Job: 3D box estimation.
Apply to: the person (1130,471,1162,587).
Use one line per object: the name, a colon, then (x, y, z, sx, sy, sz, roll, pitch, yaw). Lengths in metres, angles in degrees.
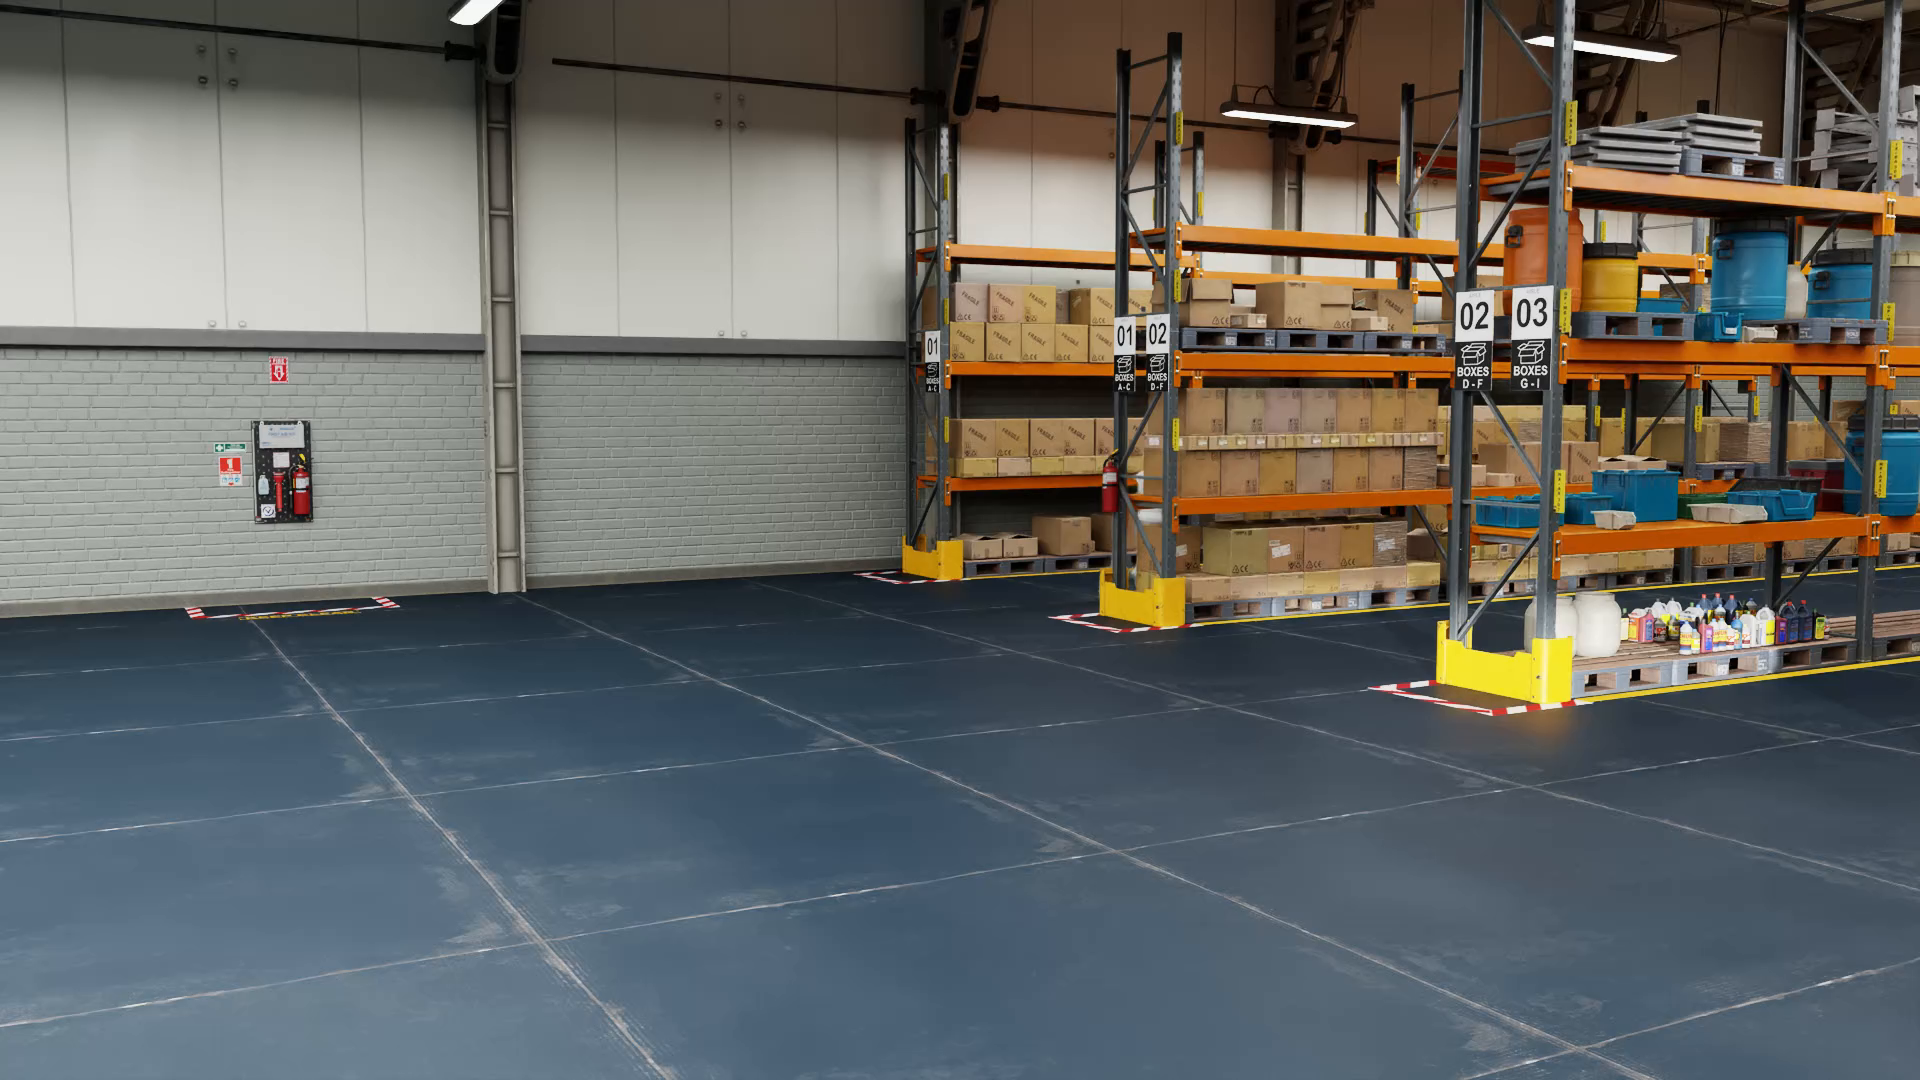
person: (2.263, -0.227, 19.458, 0.725, 1.765, 0.570, -2, 6, -26)
